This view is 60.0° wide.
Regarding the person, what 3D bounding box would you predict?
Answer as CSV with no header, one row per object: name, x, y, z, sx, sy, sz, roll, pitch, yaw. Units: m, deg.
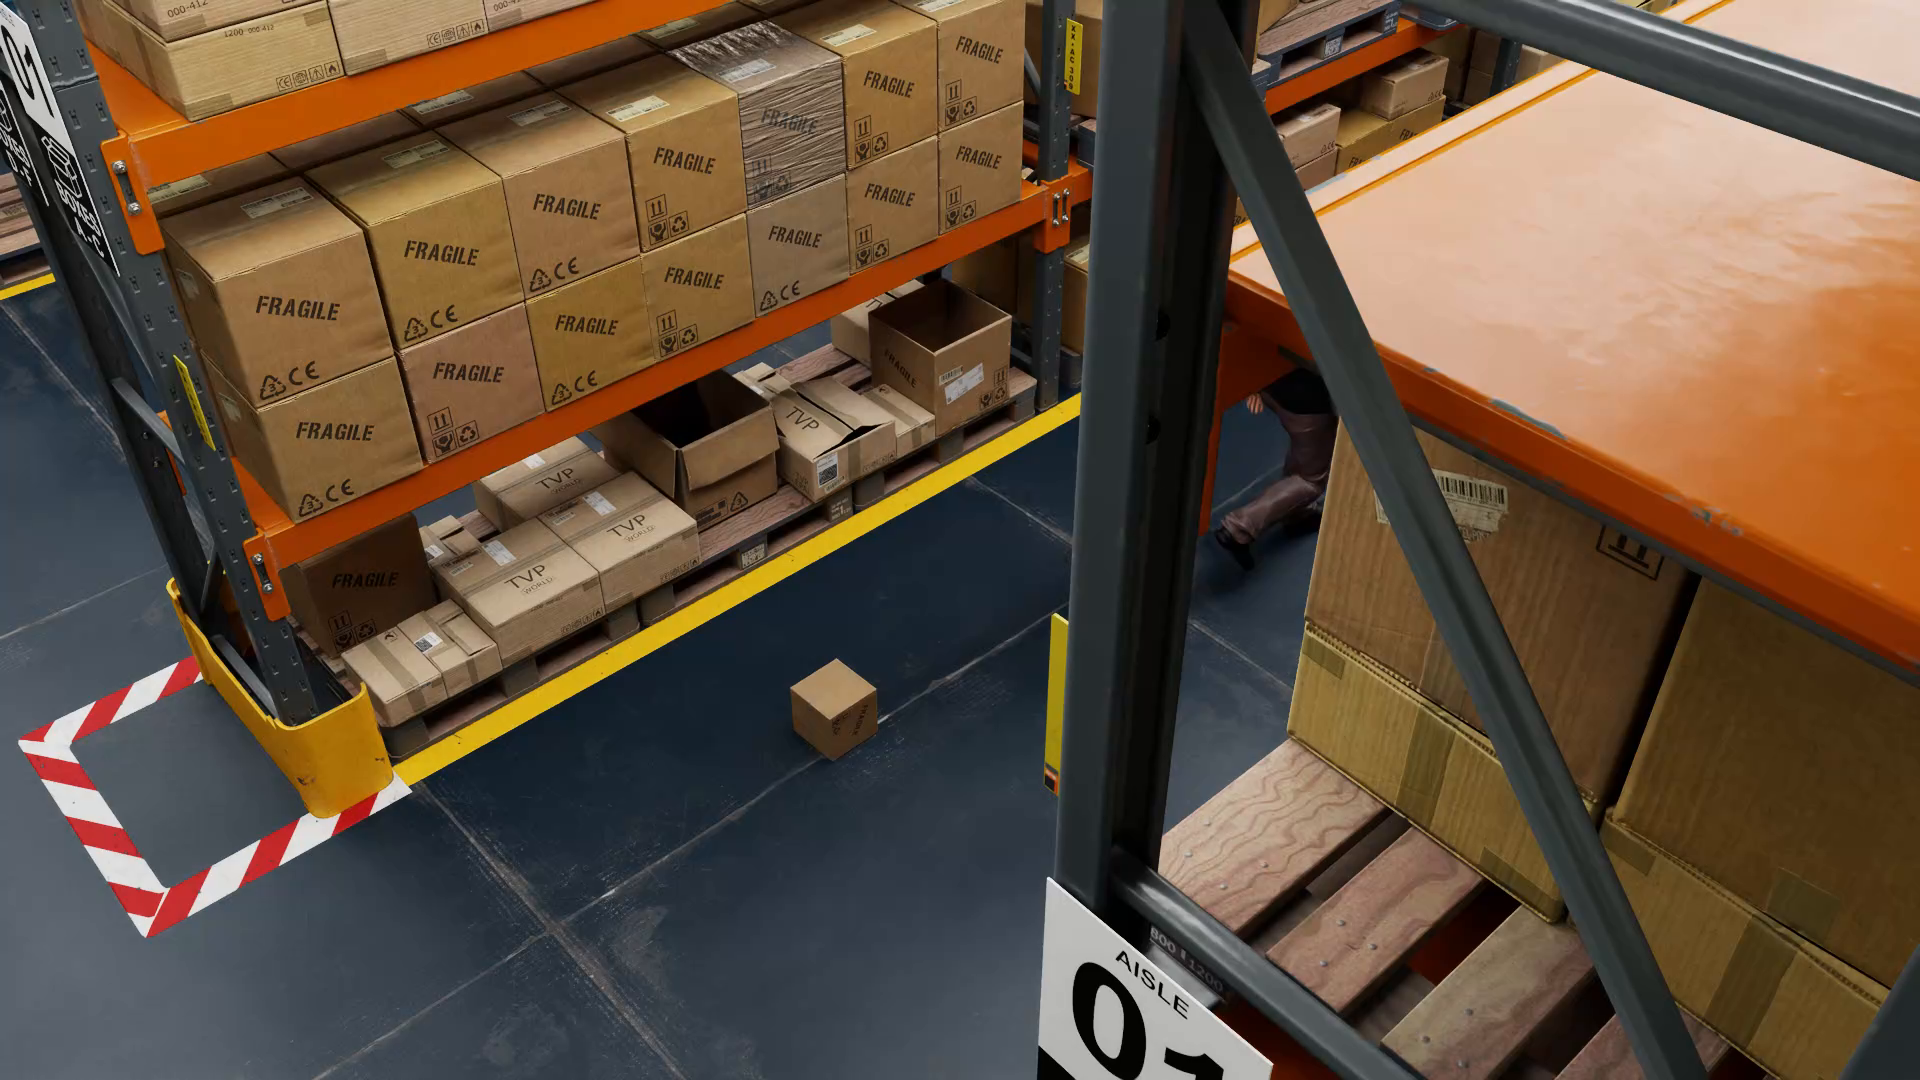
person,1.460,-0.630,7.243,0.821,1.694,0.532,-17,43,-20
